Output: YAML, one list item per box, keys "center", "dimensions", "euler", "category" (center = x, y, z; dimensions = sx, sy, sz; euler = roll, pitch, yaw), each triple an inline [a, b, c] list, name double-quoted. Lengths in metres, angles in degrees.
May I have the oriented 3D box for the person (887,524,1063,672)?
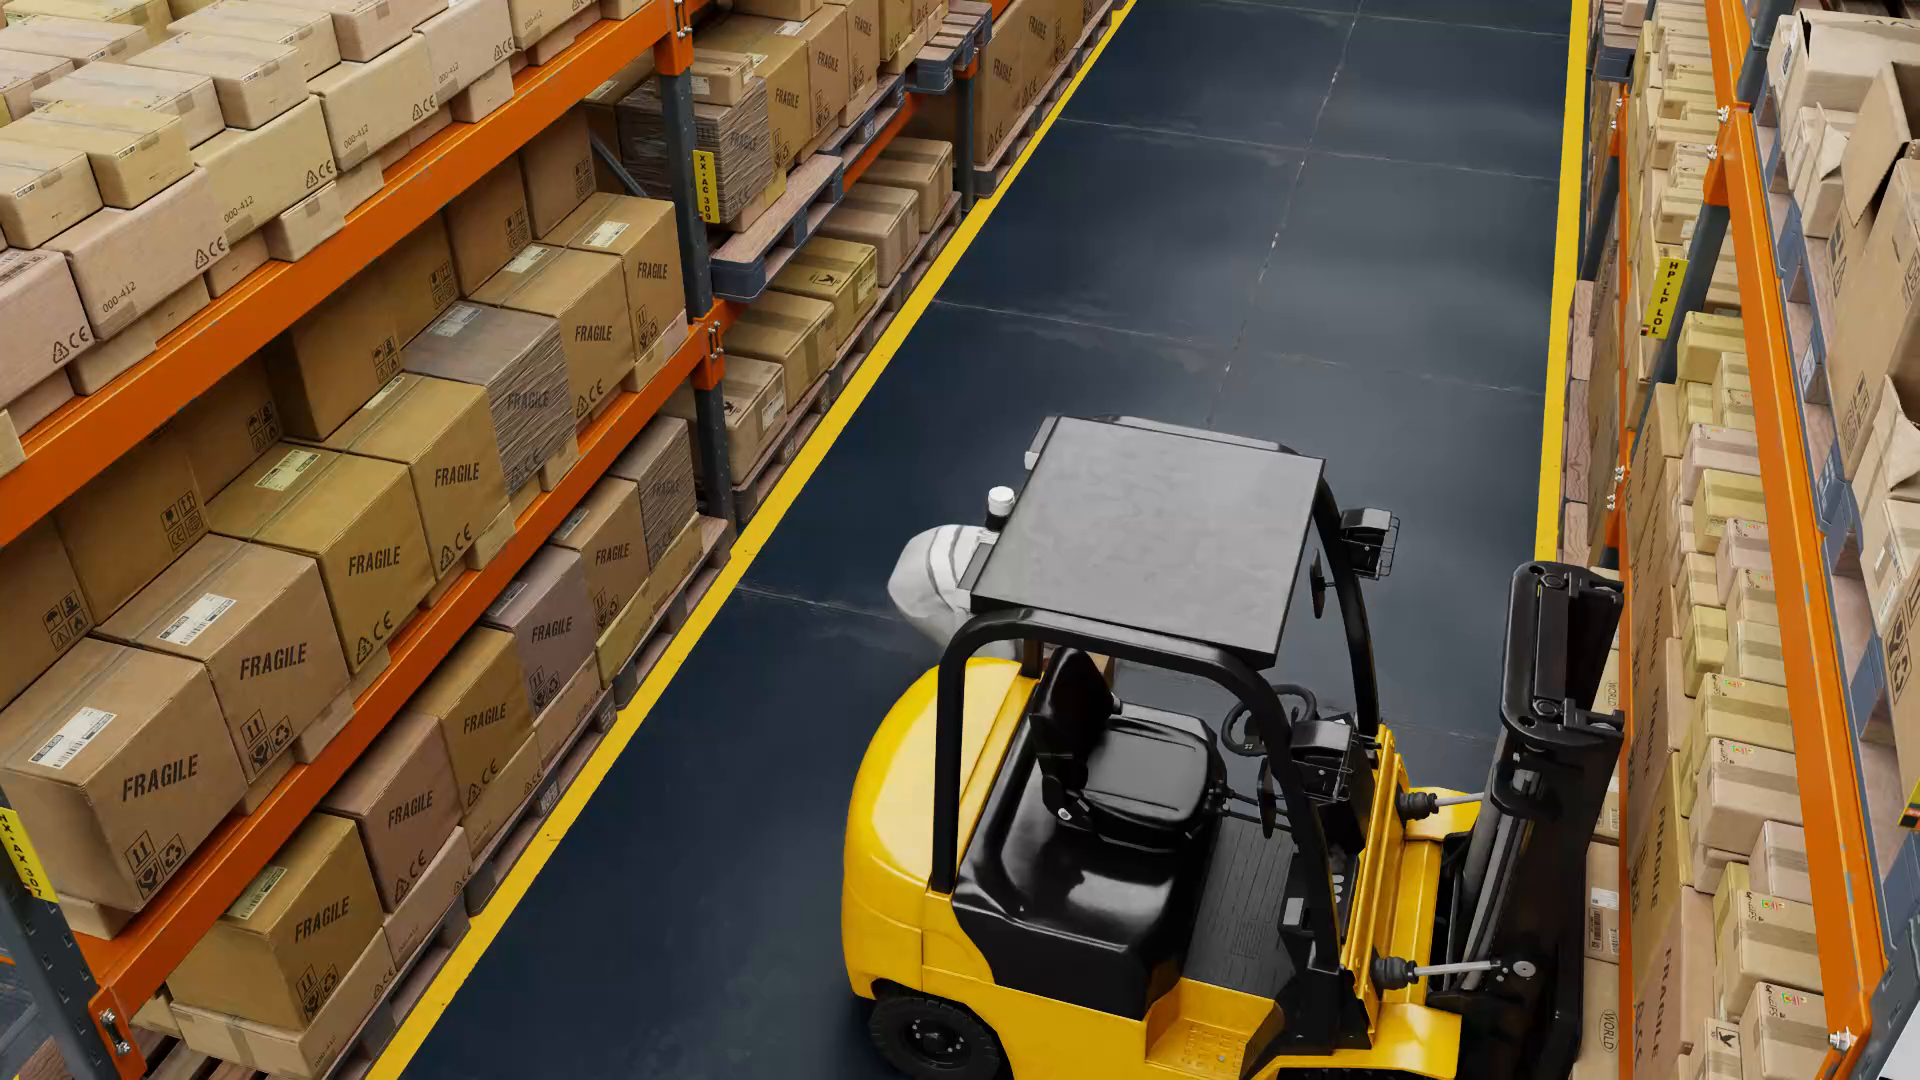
- center: [0.215, 0.348, 7.227]
  dimensions: [1.026, 0.828, 0.551]
  euler: [10, 38, 13]
  category: "person"
